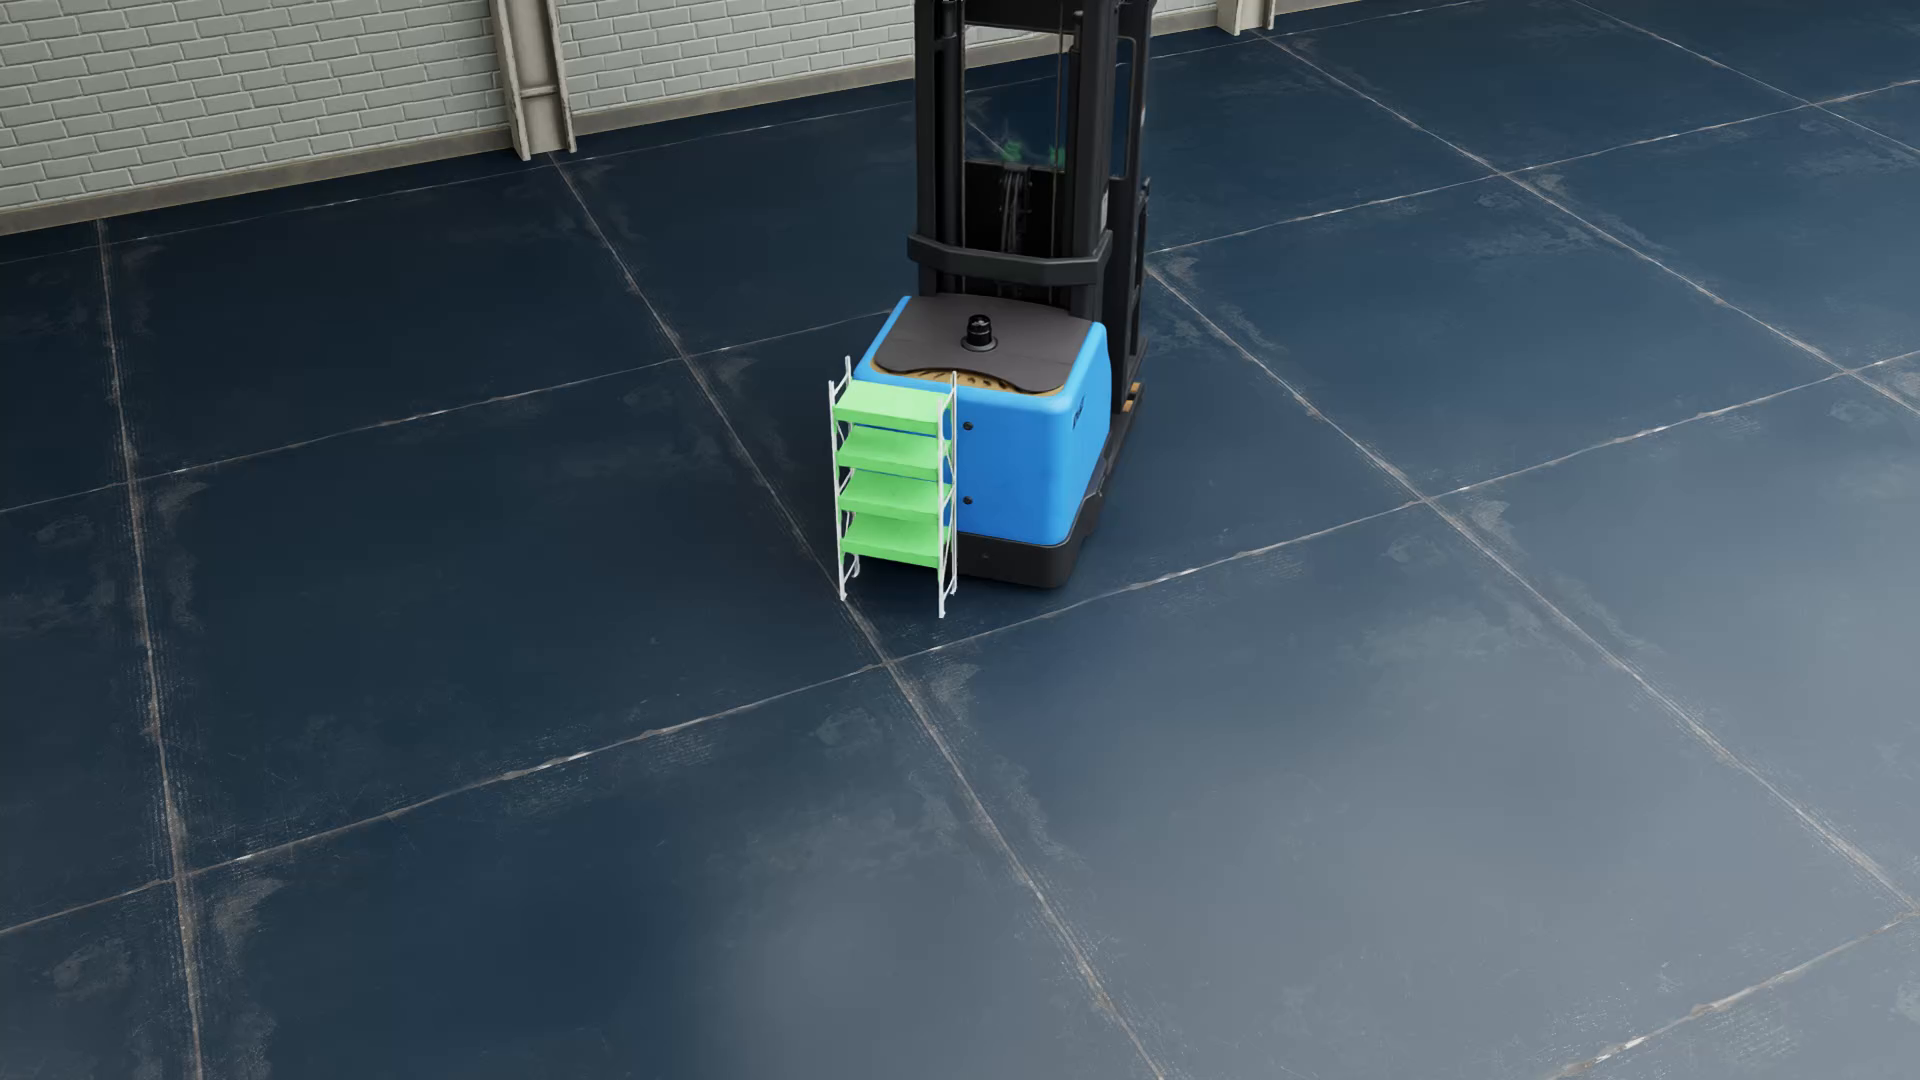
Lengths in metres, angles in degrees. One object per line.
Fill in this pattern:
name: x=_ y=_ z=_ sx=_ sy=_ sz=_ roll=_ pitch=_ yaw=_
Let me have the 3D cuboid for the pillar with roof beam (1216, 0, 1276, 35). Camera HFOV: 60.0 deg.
pillar with roof beam: x=4.243 y=-5.660 z=8.327 sx=0.400 sy=9.000 sz=9.100 roll=-16 pitch=39 yaw=-20

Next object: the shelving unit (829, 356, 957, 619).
shelving unit: x=-0.290 y=-0.222 z=7.542 sx=0.503 sy=1.200 sz=0.258 roll=10 pitch=38 yaw=13

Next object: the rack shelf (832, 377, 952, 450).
rack shelf: x=-0.290 y=-0.556 z=7.294 sx=0.480 sy=0.148 sz=0.258 roll=10 pitch=38 yaw=13

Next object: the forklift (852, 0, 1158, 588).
forklift: x=0.394 y=-1.831 z=8.258 sx=1.130 sy=2.935 sz=3.031 roll=10 pitch=38 yaw=13

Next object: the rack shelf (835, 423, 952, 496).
rack shelf: x=-0.290 y=-0.363 z=7.437 sx=0.480 sy=0.148 sz=0.258 roll=10 pitch=38 yaw=13

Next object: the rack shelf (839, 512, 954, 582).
rack shelf: x=-0.290 y=0.022 z=7.723 sx=0.480 sy=0.148 sz=0.258 roll=10 pitch=38 yaw=13

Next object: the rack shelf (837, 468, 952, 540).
rack shelf: x=-0.290 y=-0.170 z=7.580 sx=0.480 sy=0.148 sz=0.258 roll=10 pitch=38 yaw=13

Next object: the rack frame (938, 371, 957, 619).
rack frame: x=-0.056 y=-0.182 z=7.488 sx=0.015 sy=1.200 sz=0.240 roll=10 pitch=38 yaw=13

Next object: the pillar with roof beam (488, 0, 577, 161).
pillar with roof beam: x=-1.188 y=-4.141 z=6.280 sx=0.400 sy=9.000 sz=9.100 roll=-16 pitch=39 yaw=-20

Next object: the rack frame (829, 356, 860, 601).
rack frame: x=-0.525 y=-0.262 z=7.595 sx=0.015 sy=1.200 sz=0.240 roll=10 pitch=38 yaw=13
